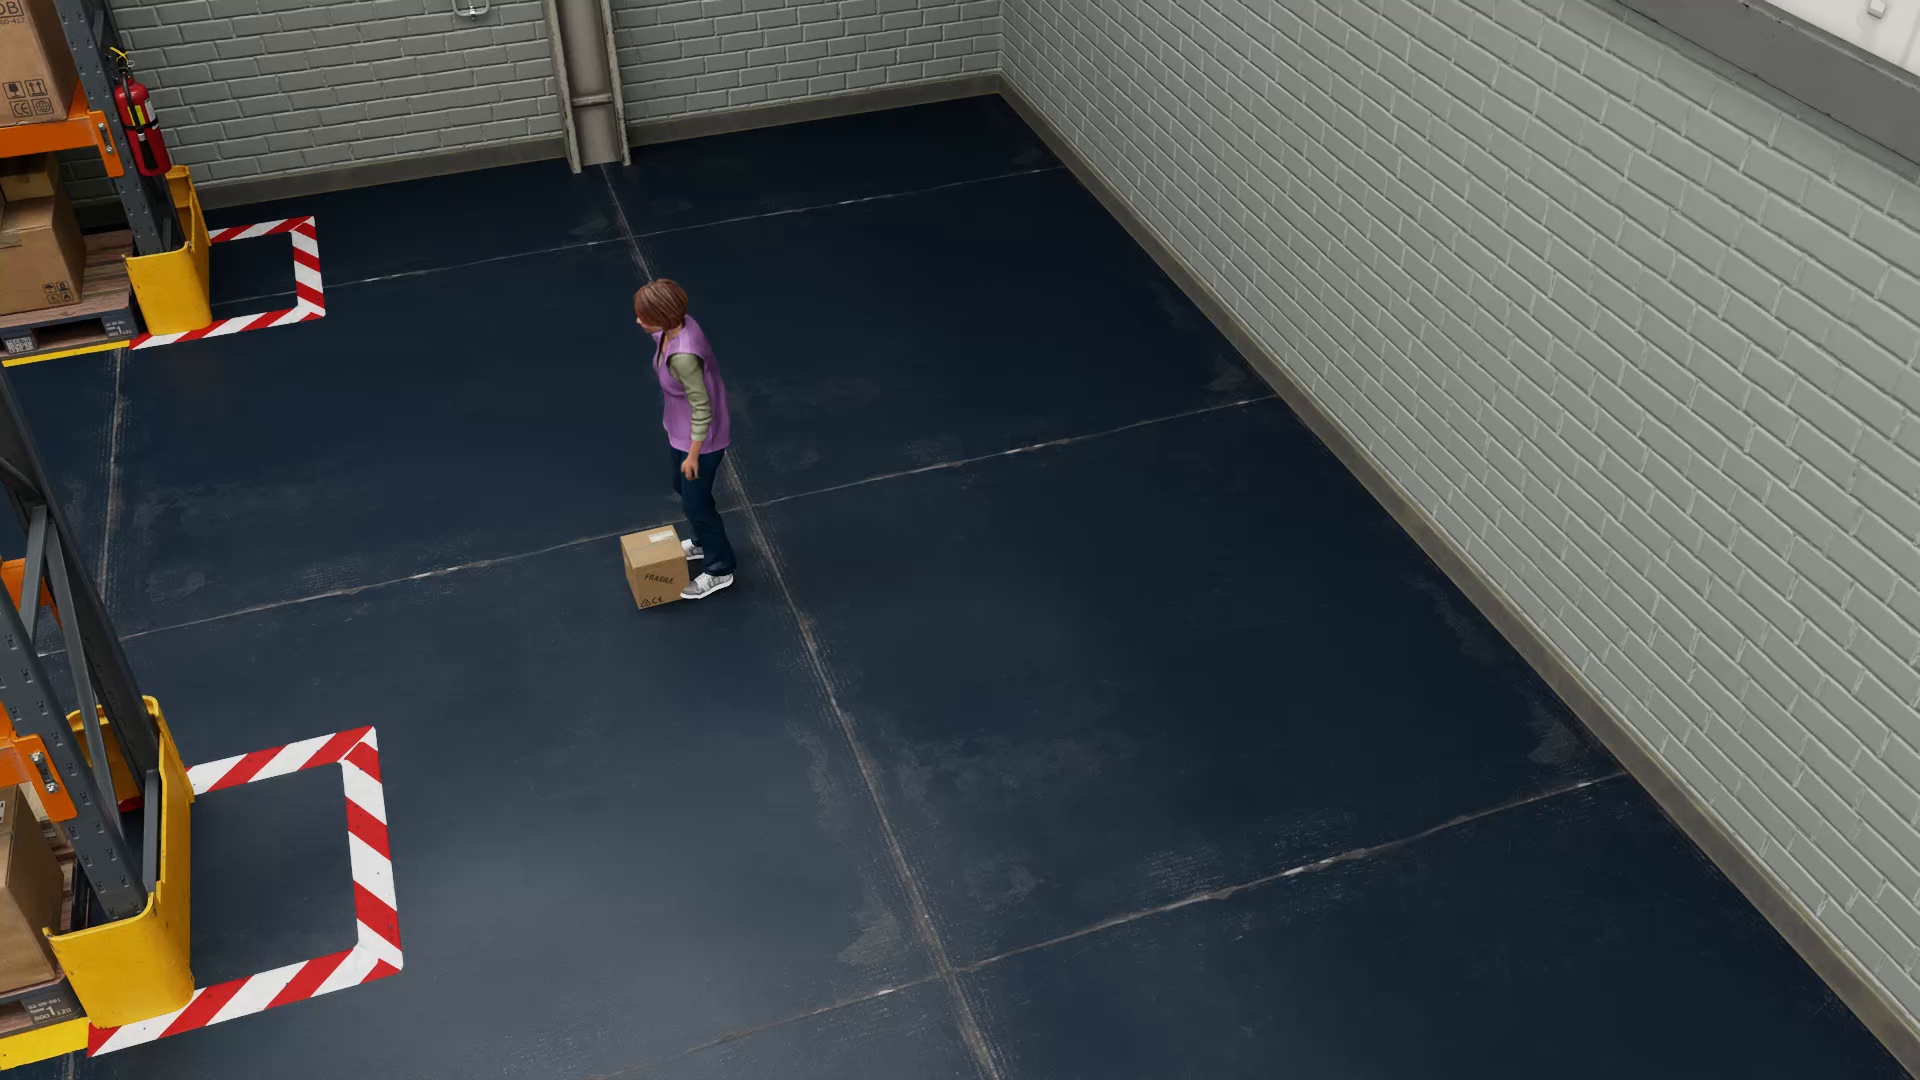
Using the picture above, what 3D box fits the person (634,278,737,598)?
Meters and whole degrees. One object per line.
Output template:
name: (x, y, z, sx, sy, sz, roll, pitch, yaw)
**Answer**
person: (-1.193, -0.460, 7.374, 0.343, 1.593, 0.461, -12, 40, -15)
